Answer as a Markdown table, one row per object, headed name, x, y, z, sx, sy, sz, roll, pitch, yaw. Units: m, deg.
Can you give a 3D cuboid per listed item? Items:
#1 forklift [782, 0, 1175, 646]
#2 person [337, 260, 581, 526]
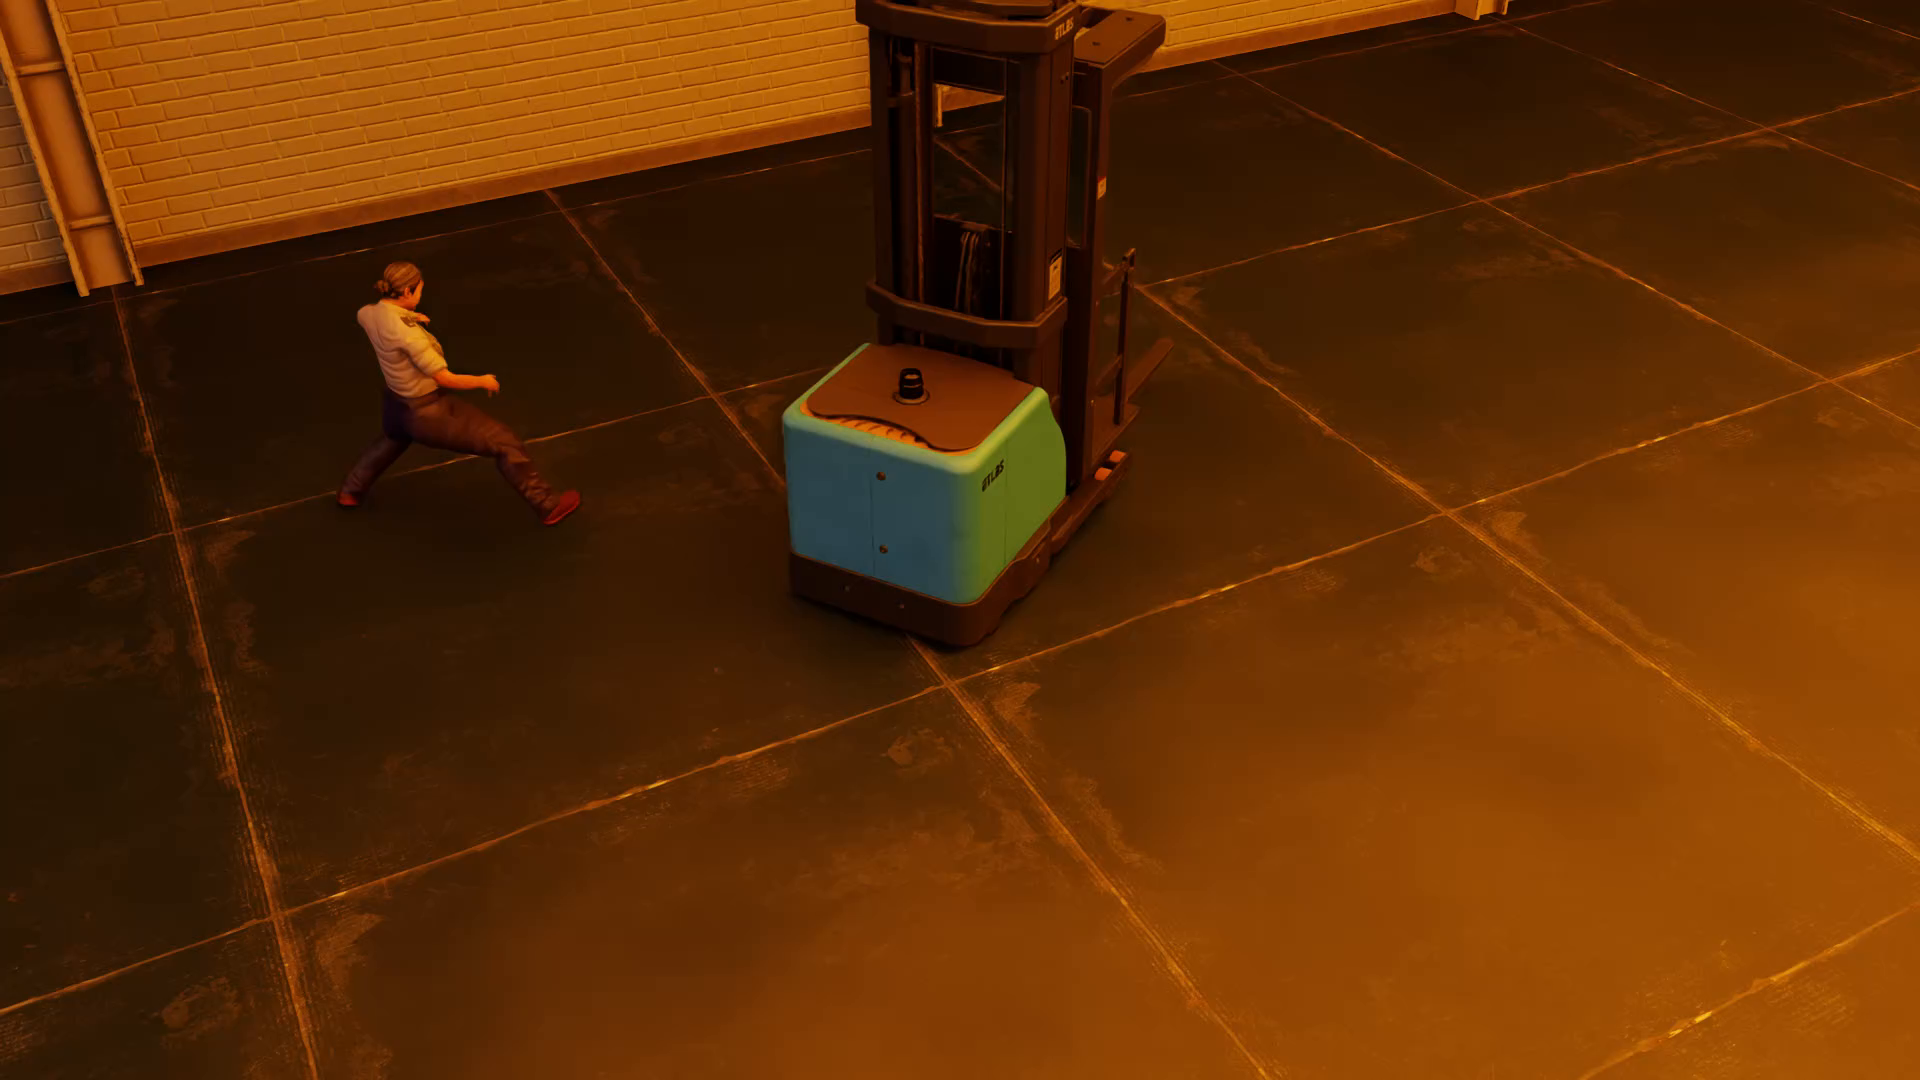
| name | x | y | z | sx | sy | sz | roll | pitch | yaw |
| --- | --- | --- | --- | --- | --- | --- | --- | --- | --- |
| forklift | 0.290 | -1.531 | 8.289 | 1.130 | 2.935 | 3.031 | 17 | 39 | 22 |
| person | -2.700 | -0.775 | 8.517 | 1.141 | 1.485 | 0.946 | 28 | 44 | 34 |
